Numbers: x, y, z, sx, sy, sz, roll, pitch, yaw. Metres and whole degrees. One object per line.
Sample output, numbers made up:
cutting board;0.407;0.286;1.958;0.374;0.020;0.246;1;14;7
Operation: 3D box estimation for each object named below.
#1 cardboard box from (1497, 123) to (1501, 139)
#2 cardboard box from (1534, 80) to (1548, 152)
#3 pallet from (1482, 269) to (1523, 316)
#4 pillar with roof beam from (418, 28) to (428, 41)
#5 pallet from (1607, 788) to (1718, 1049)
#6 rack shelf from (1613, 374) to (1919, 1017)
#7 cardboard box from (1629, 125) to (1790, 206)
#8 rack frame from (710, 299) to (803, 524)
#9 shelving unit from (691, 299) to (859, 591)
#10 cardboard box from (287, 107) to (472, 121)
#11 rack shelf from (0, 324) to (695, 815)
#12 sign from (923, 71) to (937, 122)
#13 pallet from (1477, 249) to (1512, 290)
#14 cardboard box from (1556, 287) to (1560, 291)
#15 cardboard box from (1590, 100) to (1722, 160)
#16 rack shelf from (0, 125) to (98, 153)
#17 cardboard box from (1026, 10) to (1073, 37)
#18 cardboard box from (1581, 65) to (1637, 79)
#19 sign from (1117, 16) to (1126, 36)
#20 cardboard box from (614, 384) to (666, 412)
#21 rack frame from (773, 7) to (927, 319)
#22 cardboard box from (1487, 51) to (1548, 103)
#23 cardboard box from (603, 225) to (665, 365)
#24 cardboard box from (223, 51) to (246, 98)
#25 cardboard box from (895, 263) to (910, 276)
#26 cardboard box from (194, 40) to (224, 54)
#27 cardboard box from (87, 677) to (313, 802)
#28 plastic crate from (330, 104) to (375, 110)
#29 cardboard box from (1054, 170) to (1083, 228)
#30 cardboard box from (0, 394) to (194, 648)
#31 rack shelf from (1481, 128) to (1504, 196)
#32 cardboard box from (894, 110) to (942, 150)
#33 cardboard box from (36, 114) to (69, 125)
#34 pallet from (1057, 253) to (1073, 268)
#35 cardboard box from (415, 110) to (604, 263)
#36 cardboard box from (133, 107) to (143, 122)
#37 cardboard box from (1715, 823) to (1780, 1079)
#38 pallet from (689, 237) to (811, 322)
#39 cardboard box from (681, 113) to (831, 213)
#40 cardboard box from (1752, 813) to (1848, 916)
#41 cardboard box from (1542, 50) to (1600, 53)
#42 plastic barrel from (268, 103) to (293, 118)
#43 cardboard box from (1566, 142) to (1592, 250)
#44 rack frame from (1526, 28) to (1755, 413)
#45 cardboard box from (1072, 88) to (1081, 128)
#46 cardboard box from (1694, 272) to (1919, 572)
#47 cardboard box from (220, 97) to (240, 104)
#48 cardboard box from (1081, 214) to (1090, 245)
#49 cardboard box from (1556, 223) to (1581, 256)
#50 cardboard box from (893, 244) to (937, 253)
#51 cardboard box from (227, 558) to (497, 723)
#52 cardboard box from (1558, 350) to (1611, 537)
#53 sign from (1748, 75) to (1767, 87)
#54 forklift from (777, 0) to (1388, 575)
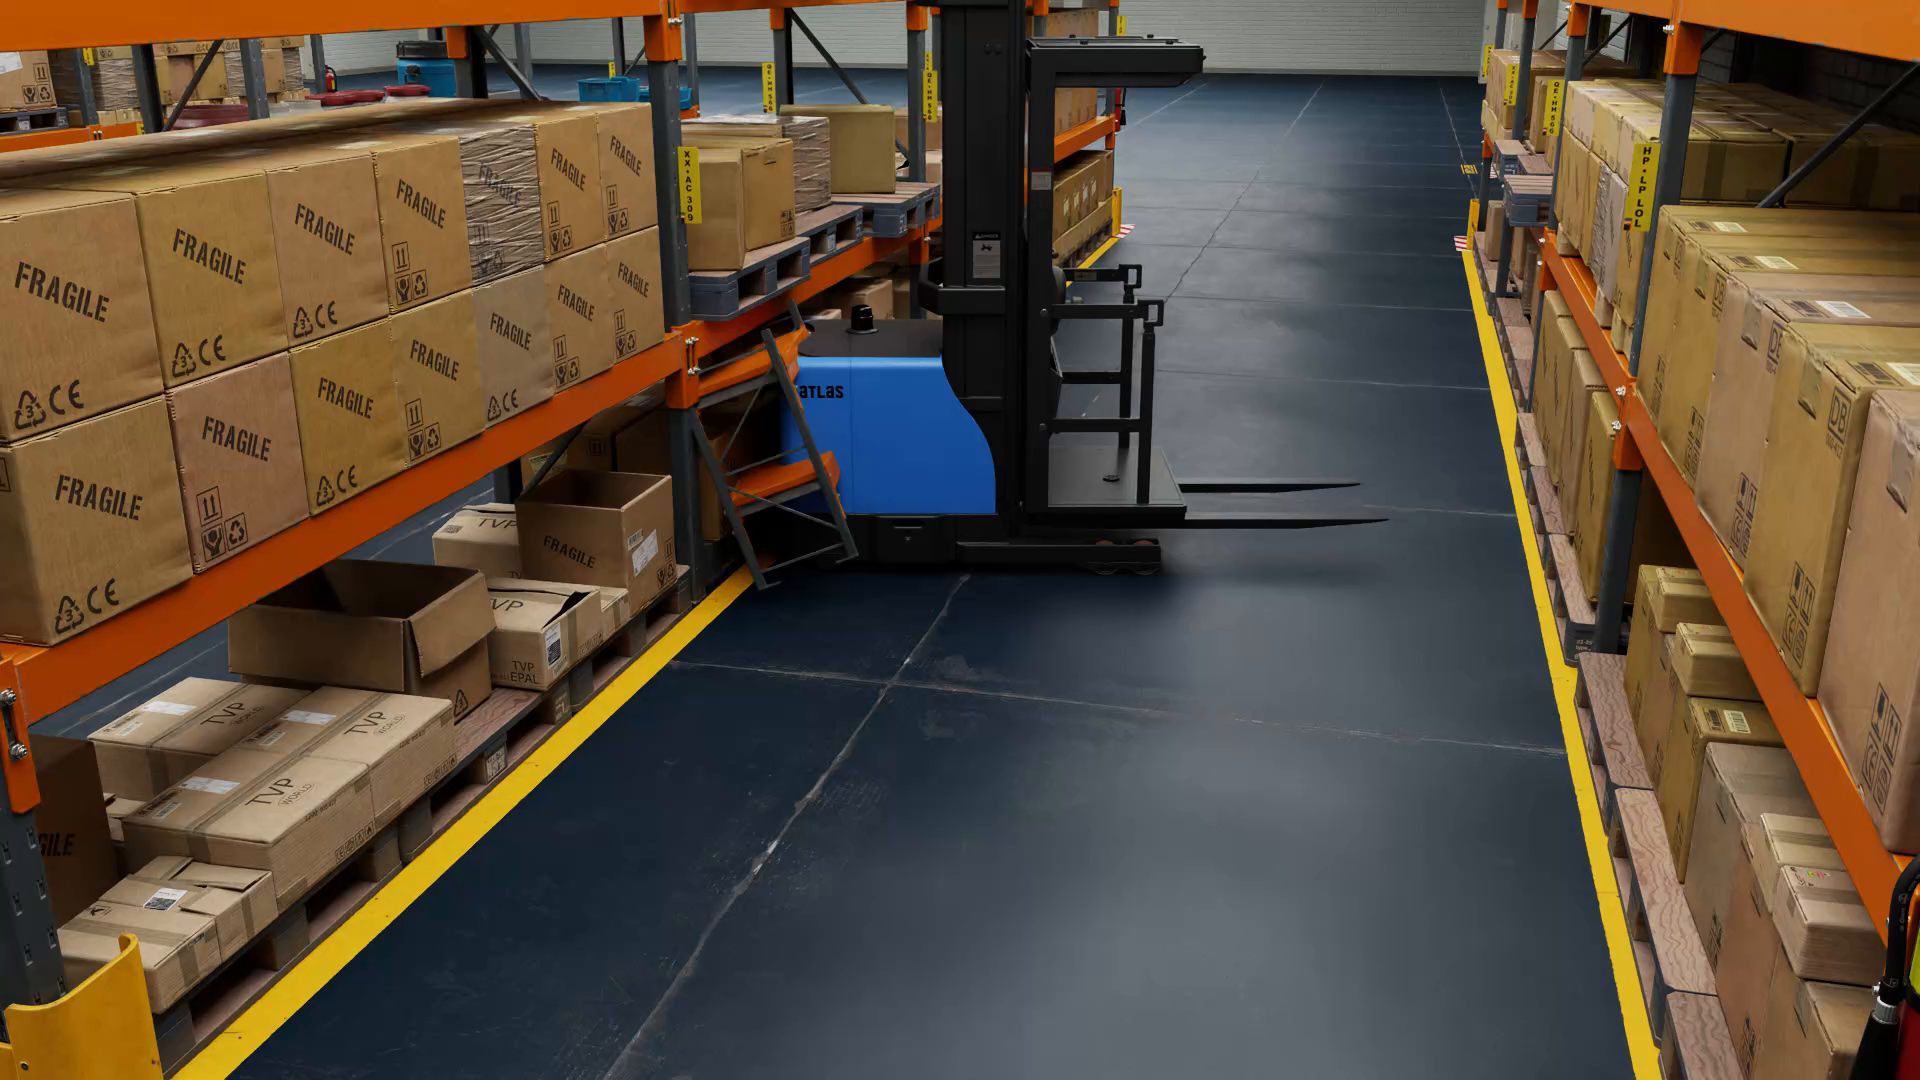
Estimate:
cardboard box;5.008;-3.551;14.645;0.500;0.250;0.500;5;19;14
cardboard box;4.755;-3.209;12.607;0.700;0.500;0.500;7;20;19
pallet;5.186;-2.179;14.739;1.003;0.211;1.213;5;19;13
pillar with roof beam;-12.340;-18.641;49.340;9.100;9.000;0.400;5;19;13
pallet;2.544;1.158;4.971;1.003;0.211;1.213;5;19;13
rack shelf;2.613;0.190;4.604;1.077;0.370;4.000;5;19;13
cardboard box;2.968;-1.496;6.622;0.500;0.250;0.500;5;20;15
rack frame;-0.885;-0.629;8.588;0.500;1.125;0.032;-19;14;6
shelving unit;-0.891;-0.493;8.098;0.538;1.125;1.048;-19;14;6
cardboard box;-2.216;-1.401;6.446;0.500;0.500;0.500;4;19;12
rack shelf;-2.192;-0.200;5.746;1.077;0.370;4.000;5;19;13
sign;-0.197;-2.892;10.844;0.100;0.325;0.005;5;19;13
pallet;5.482;-2.562;15.862;1.003;0.211;1.213;5;19;13
cardboard box;4.443;-1.439;11.445;0.700;0.500;0.500;5;19;13
cardboard box;3.350;-1.976;8.025;0.500;0.250;0.500;4;19;12
rack shelf;-9.842;-3.491;15.381;1.077;0.370;4.000;5;19;13
cardboard box;0.722;-4.948;16.370;0.700;0.500;0.500;5;19;13
cardboard box;5.374;-3.709;13.947;0.500;0.500;0.500;4;19;12
sign;1.752;-5.541;18.113;0.100;0.325;0.005;5;19;13
cardboard box;-1.731;-0.524;8.769;0.500;0.500;0.500;5;19;14
rack frame;-0.726;-2.421;11.135;1.000;3.000;0.127;5;19;13
cardboard box;5.495;-4.552;16.415;0.500;0.500;0.500;5;19;14
cardboard box;-1.576;-1.038;6.931;0.500;0.500;0.500;5;19;14
cardboard box;-8.707;-5.411;19.273;0.875;0.500;0.500;5;19;13
cardboard box;-0.193;-1.890;12.318;0.500;0.311;0.500;4;19;12
cardboard box;-8.642;-5.712;18.607;0.500;0.500;0.500;5;19;13
cardboard box;-2.525;0.694;5.588;0.500;0.250;0.500;5;19;13
plastic crate;-4.836;-3.326;13.686;0.402;0.464;0.583;5;19;13
cardboard box;0.913;-3.361;16.332;0.500;0.500;0.500;5;19;13
cardboard box;-2.316;-0.079;4.124;0.500;0.500;0.500;5;20;15
rack shelf;5.545;-3.571;15.616;1.077;0.370;4.000;5;19;13
cardboard box;-0.331;-2.996;12.663;0.500;0.500;0.500;4;19;10
cardboard box;-9.586;-4.430;17.406;0.380;0.149;0.250;5;19;13
pallet;0.487;-2.601;15.977;1.003;0.211;1.213;5;19;13
cardboard box;-1.698;-1.348;6.293;0.500;0.500;0.500;4;19;12
cardboard box;-8.901;-4.541;17.731;0.380;0.149;0.250;5;19;13
cardboard box;2.321;1.076;4.113;0.700;0.500;0.500;5;19;13
pallet;-1.402;-1.318;8.204;1.003;0.211;1.213;5;19;13
cardboard box;-1.179;-2.189;9.652;0.700;0.500;0.500;9;21;24
cardboard box;2.115;0.791;3.944;0.380;0.149;0.250;5;20;15
cardboard box;6.124;-4.667;16.753;0.500;0.500;0.500;4;19;13
plastic barrel;-5.484;-3.206;13.259;0.421;0.512;0.421;0;19;0
cardboard box;3.453;-1.778;8.606;0.500;0.500;0.500;5;19;13
rack frame;4.079;-2.031;9.994;1.000;3.000;0.127;5;19;13
cardboard box;0.852;-4.511;17.098;0.700;0.500;0.500;5;19;14
cardboard box;2.601;-0.293;4.442;0.980;0.700;0.700;4;19;11
cardboard box;-8.510;-5.009;19.101;0.380;0.149;0.250;5;19;13
cardboard box;1.030;-3.164;16.914;0.500;0.250;0.500;5;19;13
cardboard box;3.557;-1.682;9.329;0.380;0.149;0.250;5;20;15
cardboard box;-0.465;-2.246;13.359;0.500;0.311;0.500;5;20;15
cardboard box;-2.157;0.395;6.072;0.797;0.503;0.637;5;19;13
cardboard box;3.349;-0.452;8.045;0.750;0.750;0.750;5;20;15
sign;4.618;-2.536;9.681;0.100;0.325;0.005;5;19;13
forklift;0.626;-1.387;8.214;3.031;2.935;1.130;0;19;0
